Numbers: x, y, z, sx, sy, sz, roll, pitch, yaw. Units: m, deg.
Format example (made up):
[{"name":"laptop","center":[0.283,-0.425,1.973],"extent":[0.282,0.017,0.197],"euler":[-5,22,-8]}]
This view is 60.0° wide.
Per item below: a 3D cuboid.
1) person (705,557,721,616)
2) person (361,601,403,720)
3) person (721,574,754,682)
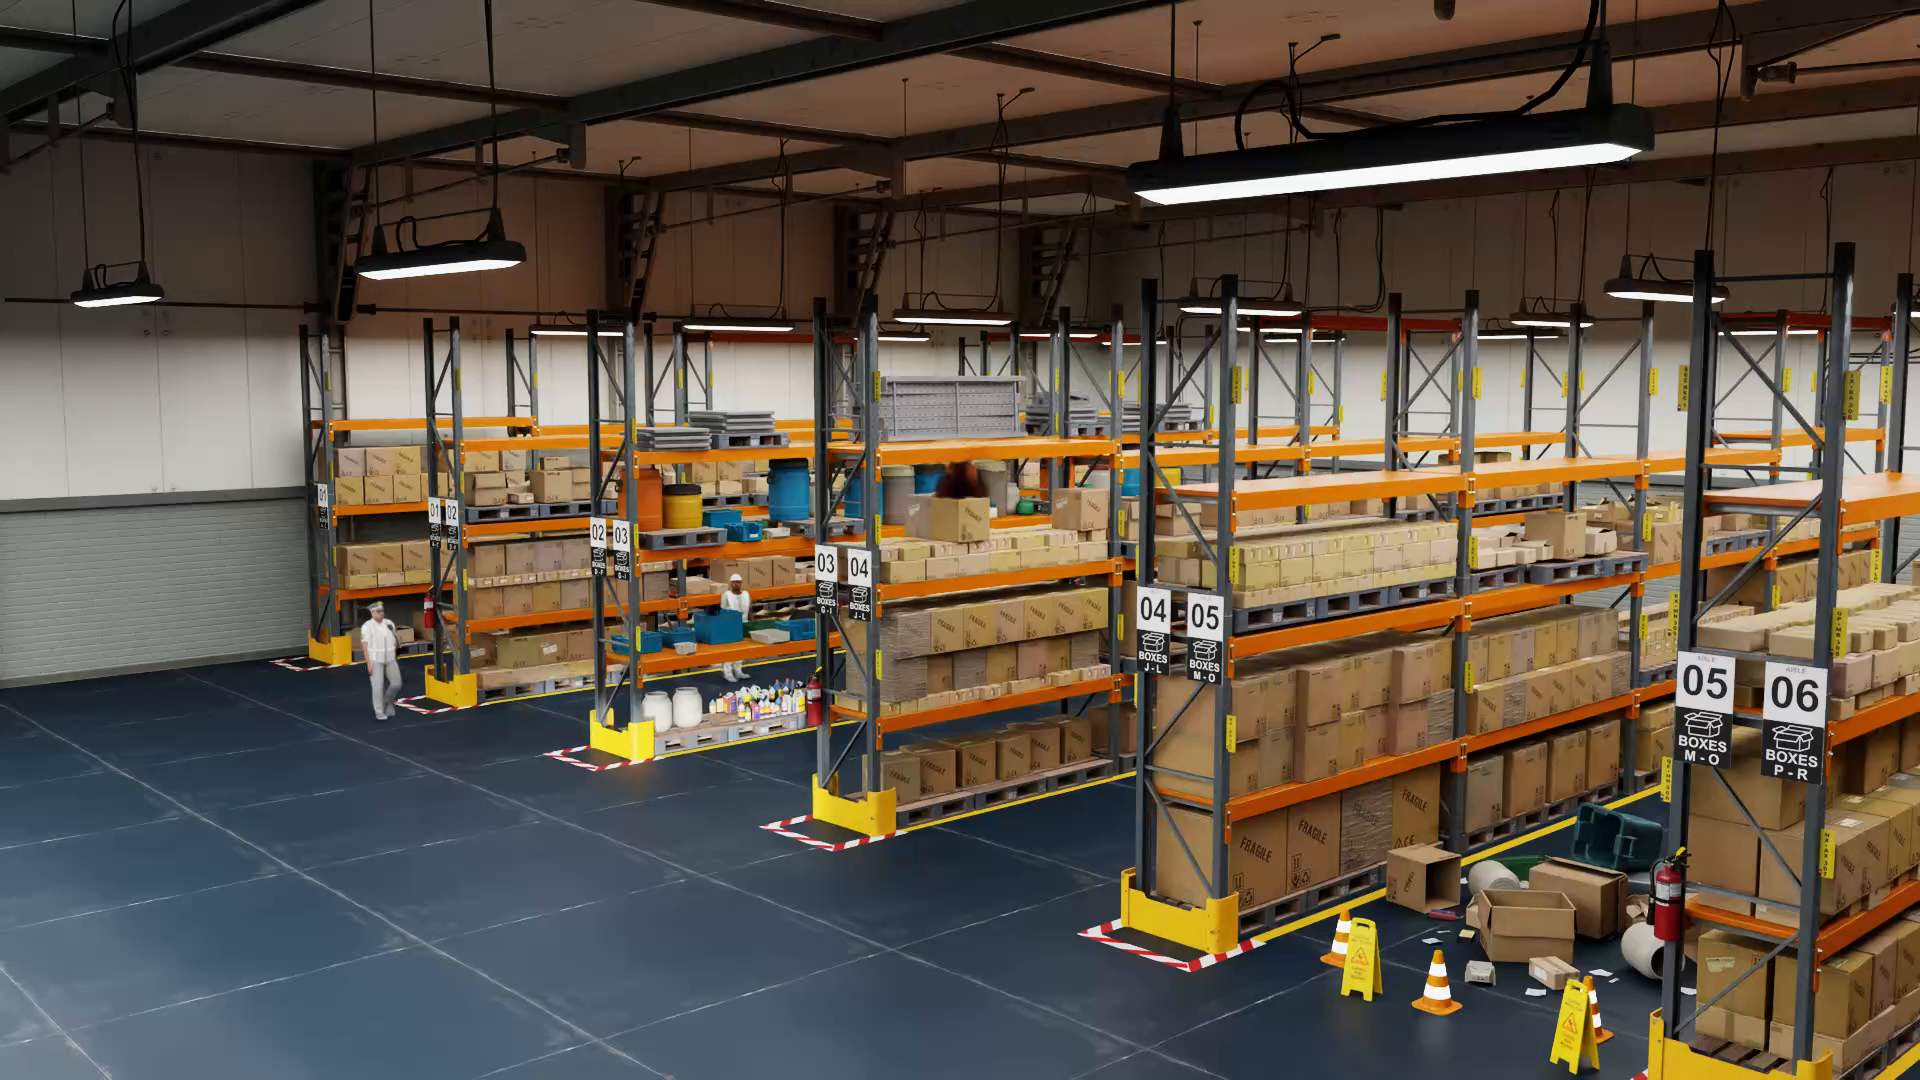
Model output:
[{"name":"person","center":[-4.699,1.164,31.770],"extent":[0.993,1.520,0.586],"euler":[-5,8,-42]},{"name":"person","center":[-8.585,1.789,24.652],"extent":[0.542,1.767,0.483],"euler":[-5,8,-40]},{"name":"person","center":[-3.744,1.478,27.925],"extent":[0.438,1.828,0.587],"euler":[4,7,37]}]
